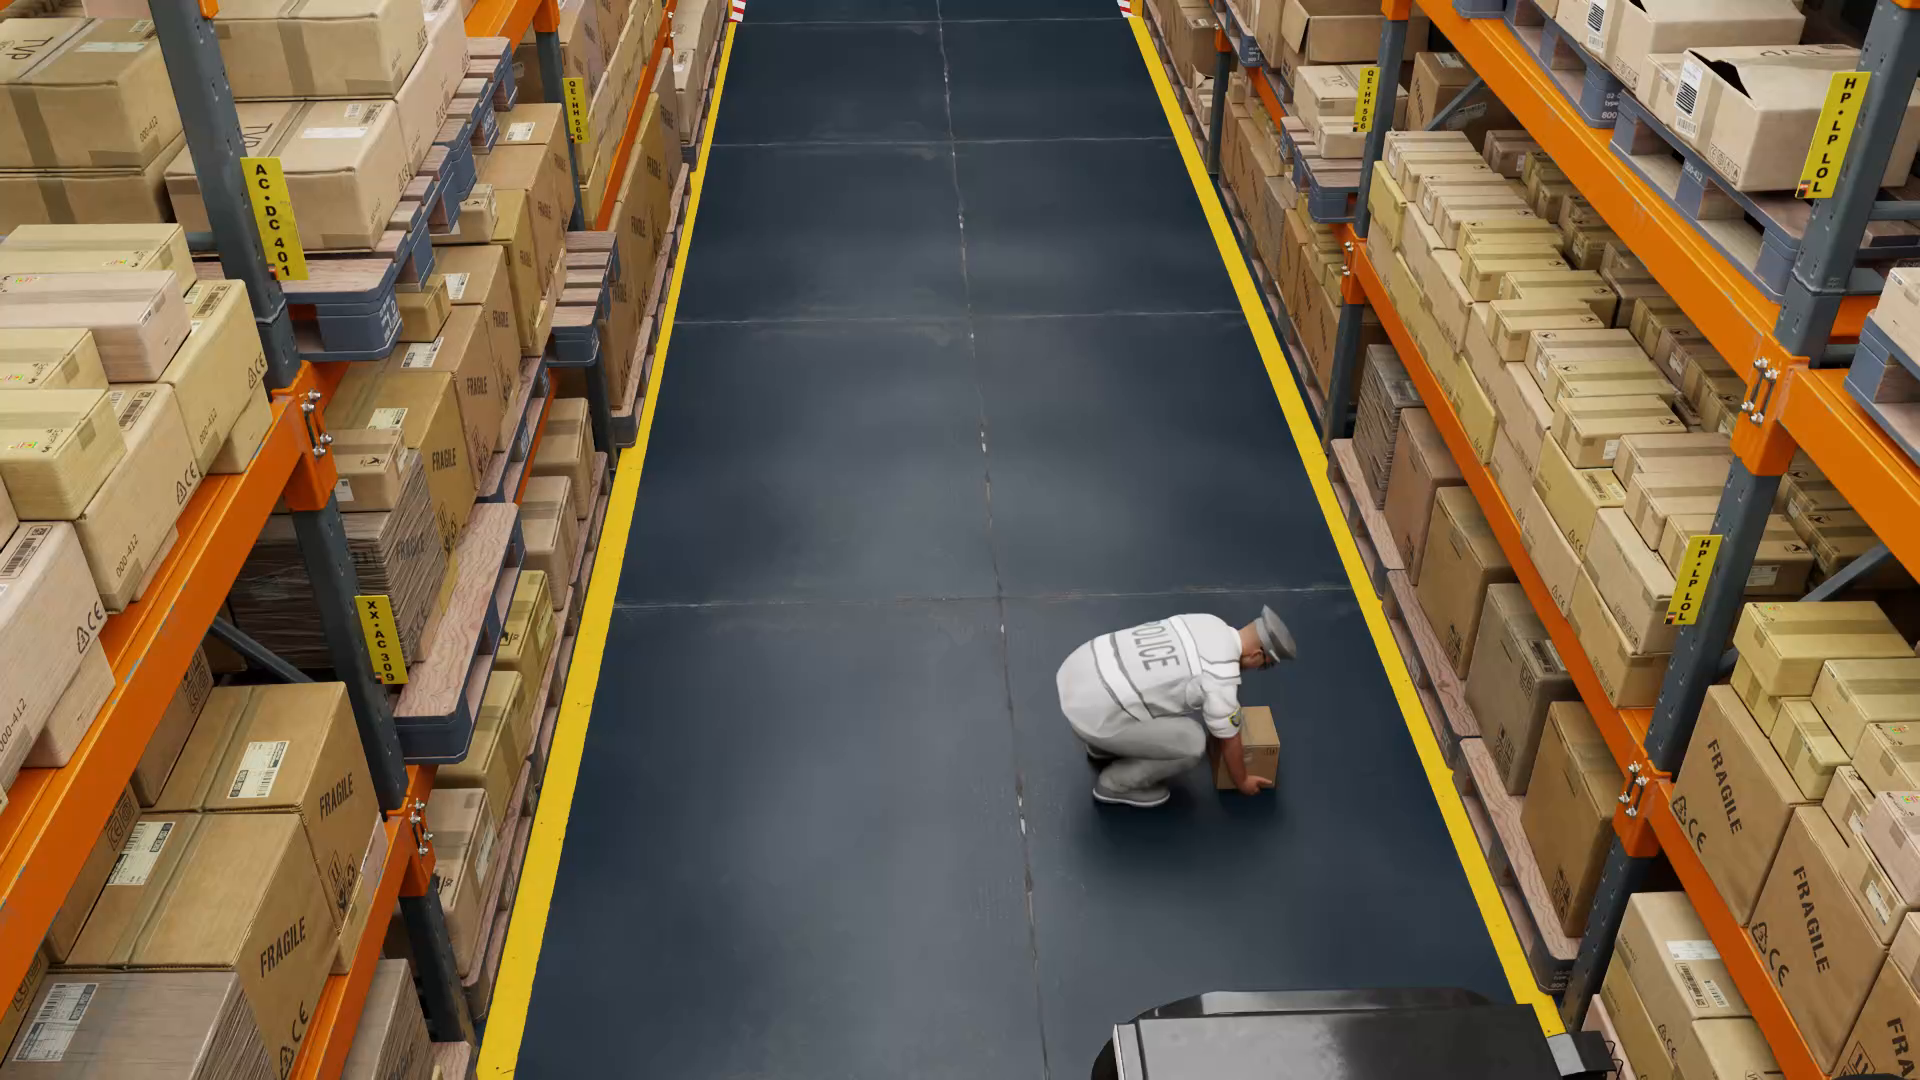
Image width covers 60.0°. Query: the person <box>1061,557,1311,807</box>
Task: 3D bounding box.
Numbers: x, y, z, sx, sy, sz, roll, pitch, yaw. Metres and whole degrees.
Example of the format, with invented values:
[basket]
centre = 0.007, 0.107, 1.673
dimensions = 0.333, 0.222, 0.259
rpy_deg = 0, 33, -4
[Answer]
[person]
centre = 0.933, 0.579, 6.930
dimensions = 1.036, 1.046, 0.523
rpy_deg = -3, 35, -4
